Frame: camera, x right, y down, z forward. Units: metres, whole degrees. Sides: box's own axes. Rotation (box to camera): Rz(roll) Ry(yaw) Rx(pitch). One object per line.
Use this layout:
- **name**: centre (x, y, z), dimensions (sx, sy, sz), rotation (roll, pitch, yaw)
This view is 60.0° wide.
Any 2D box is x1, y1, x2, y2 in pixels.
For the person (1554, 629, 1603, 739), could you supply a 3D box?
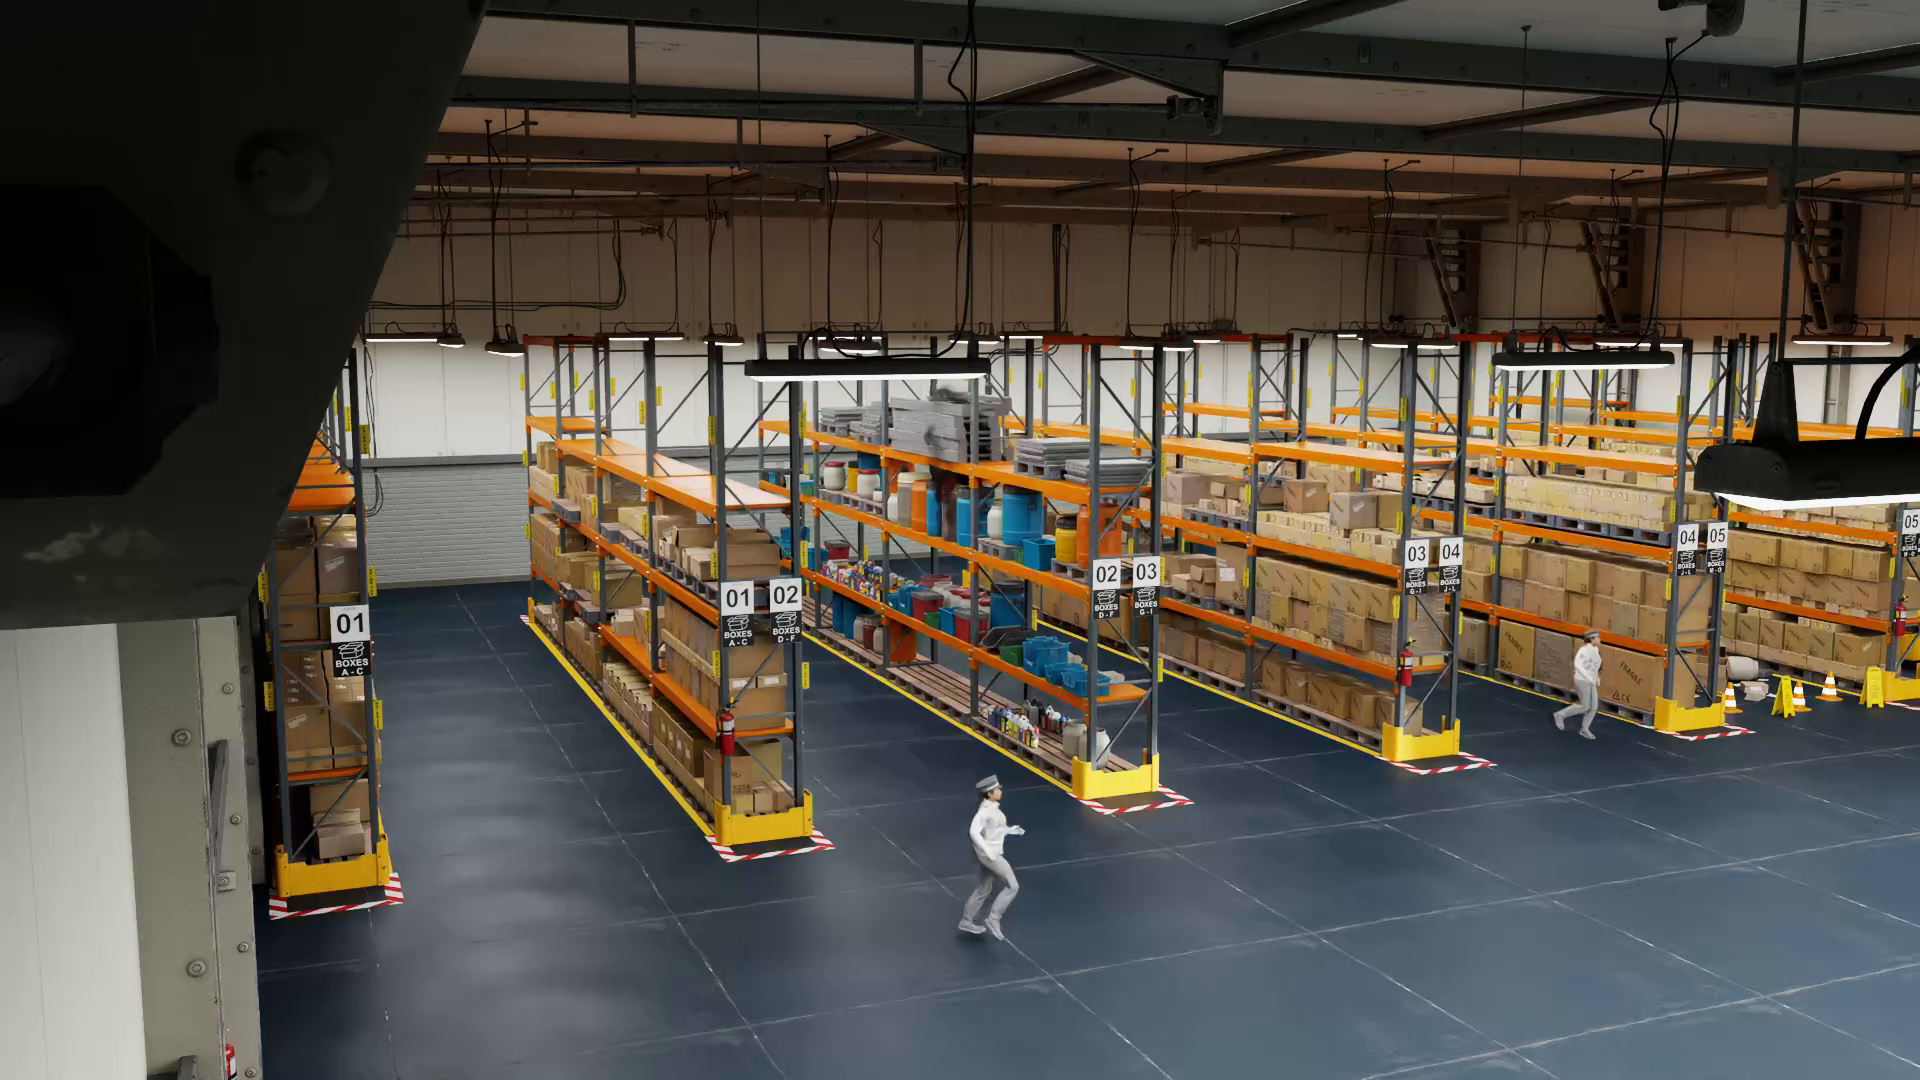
- **person**: centre (9.527, 2.158, 25.453), dimensions (0.651, 1.657, 0.666), rotation (6, 10, 40)

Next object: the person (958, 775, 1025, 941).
- **person**: centre (0.338, 3.256, 17.040), dimensions (0.672, 1.704, 0.588), rotation (-1, 8, -4)
